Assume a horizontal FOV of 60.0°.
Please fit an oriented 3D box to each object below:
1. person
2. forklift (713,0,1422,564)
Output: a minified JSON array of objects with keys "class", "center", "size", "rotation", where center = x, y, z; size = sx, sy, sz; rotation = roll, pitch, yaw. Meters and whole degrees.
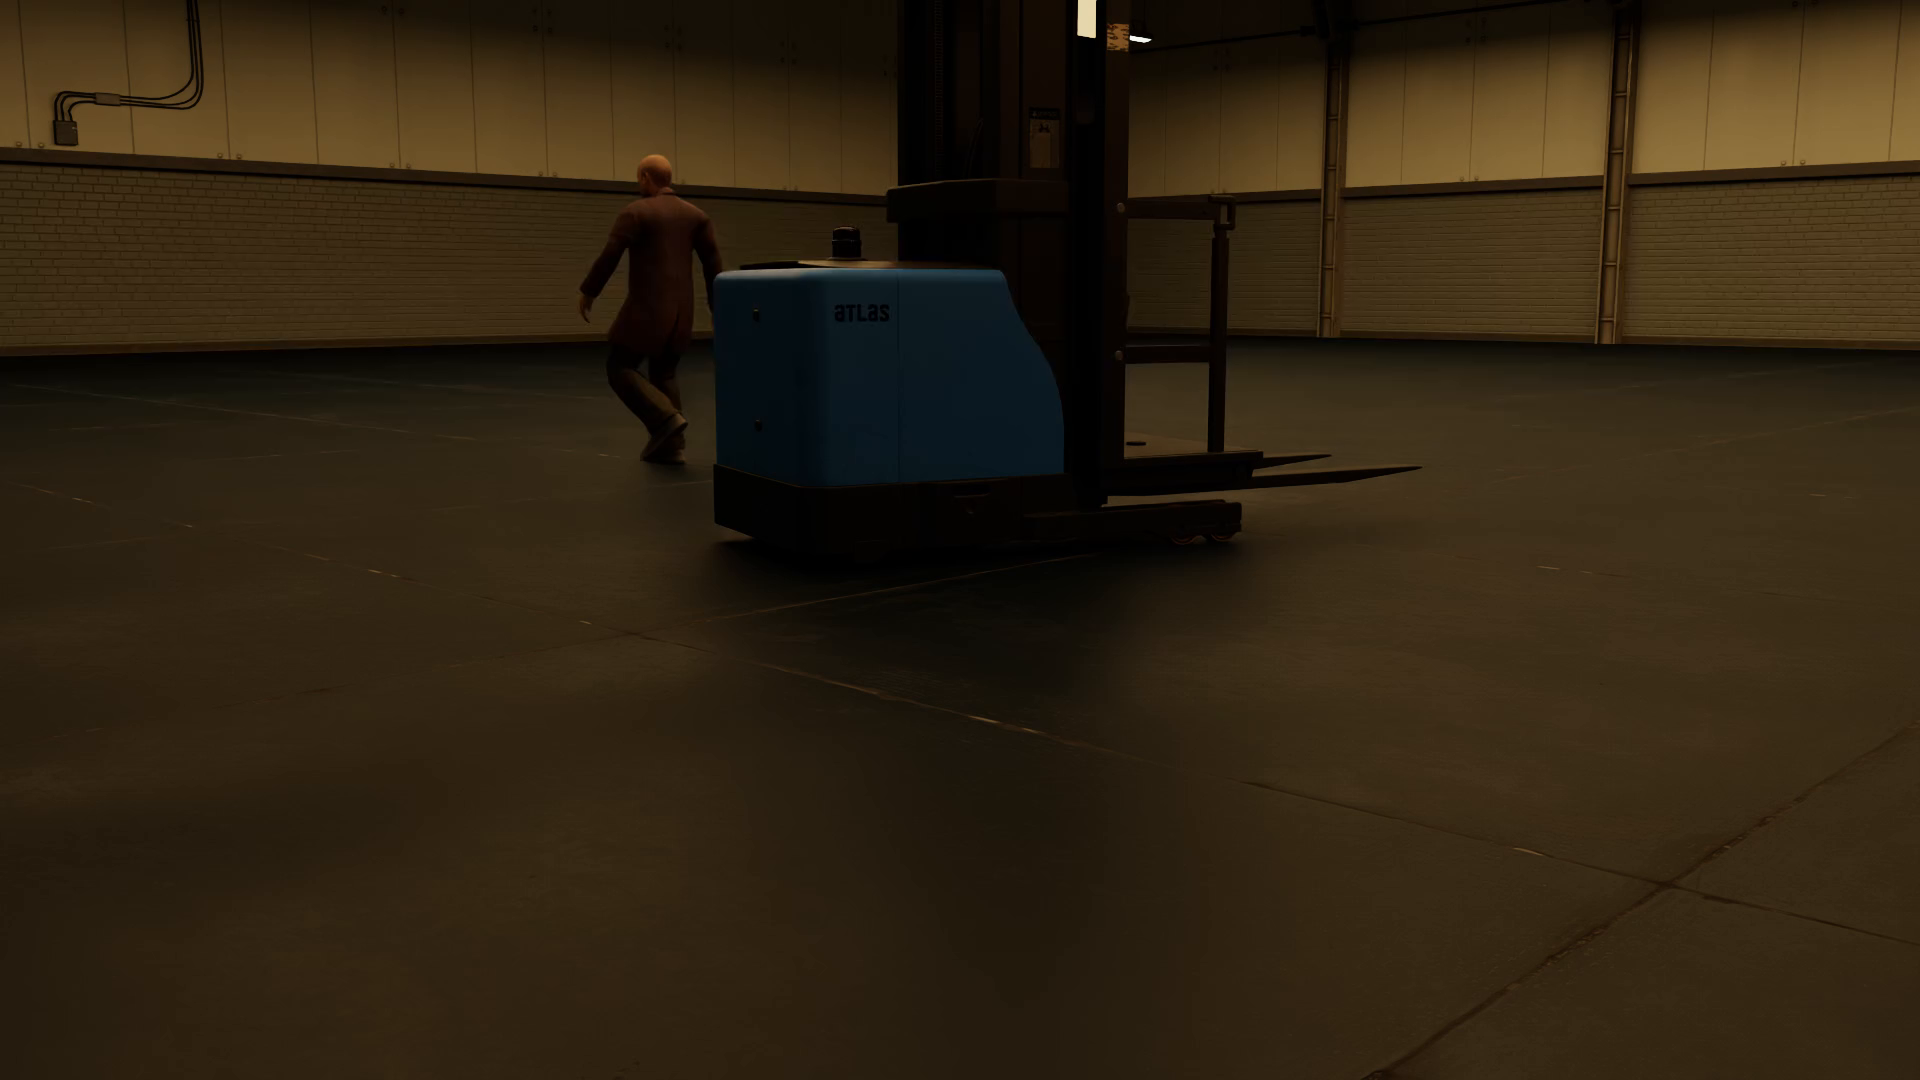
[{"class":"person","center":[-1.709,-1.307,9.502],"size":[0.598,1.760,0.826],"rotation":[7,11,38]},{"class":"forklift","center":[0.558,-1.493,6.788],"size":[3.031,2.935,1.130],"rotation":[-4,10,-27]}]
